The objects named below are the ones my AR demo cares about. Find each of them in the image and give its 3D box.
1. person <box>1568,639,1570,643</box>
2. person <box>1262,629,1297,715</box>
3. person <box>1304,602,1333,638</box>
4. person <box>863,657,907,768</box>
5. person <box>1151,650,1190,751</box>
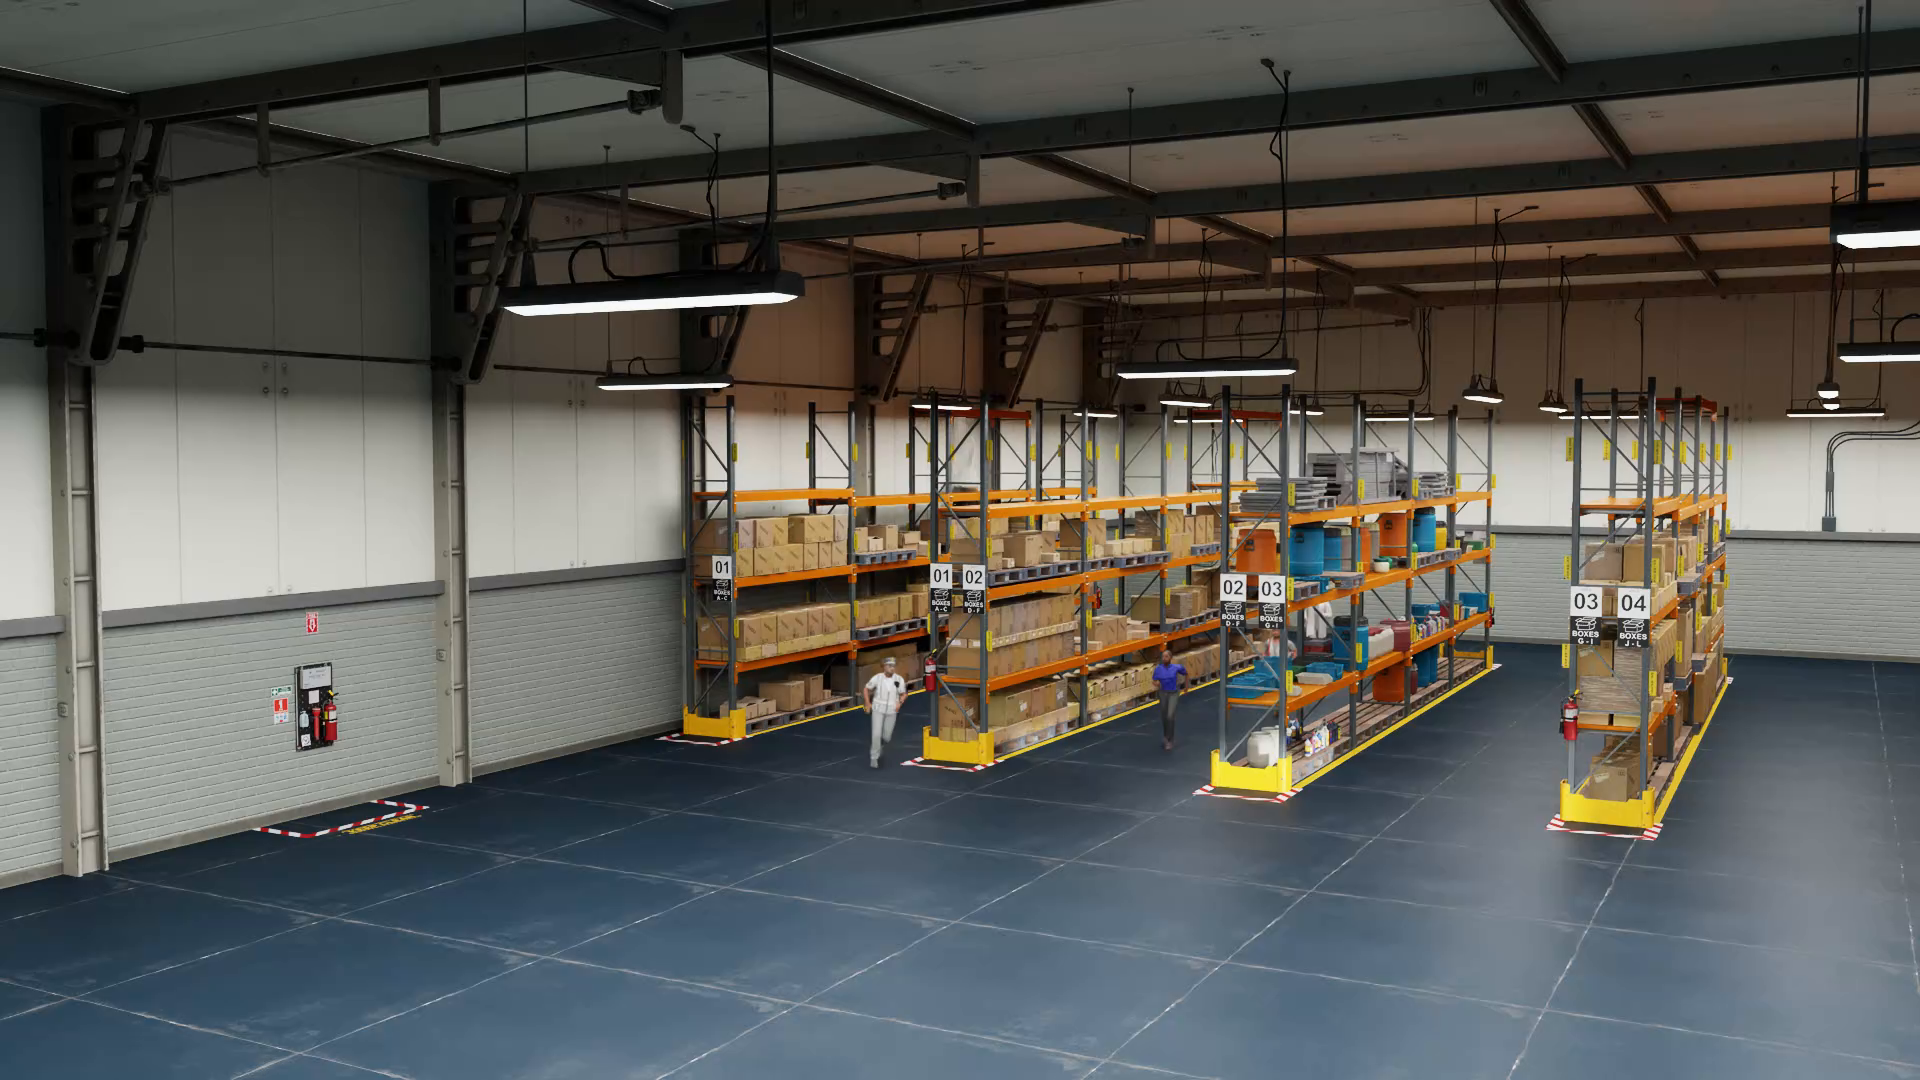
[{"bbox_3d":[12.695,2.350,33.696,0.690,1.848,0.913,2,3,29],"label":"person"},{"bbox_3d":[5.994,2.456,31.507,0.643,1.745,0.618,2,4,32],"label":"person"},{"bbox_3d":[8.302,2.046,38.687,0.707,1.777,0.966,0,3,9],"label":"person"},{"bbox_3d":[-1.205,2.749,26.771,0.693,1.751,0.740,-1,3,-10],"label":"person"},{"bbox_3d":[3.554,2.701,28.153,0.586,1.693,0.864,1,3,23],"label":"person"}]
